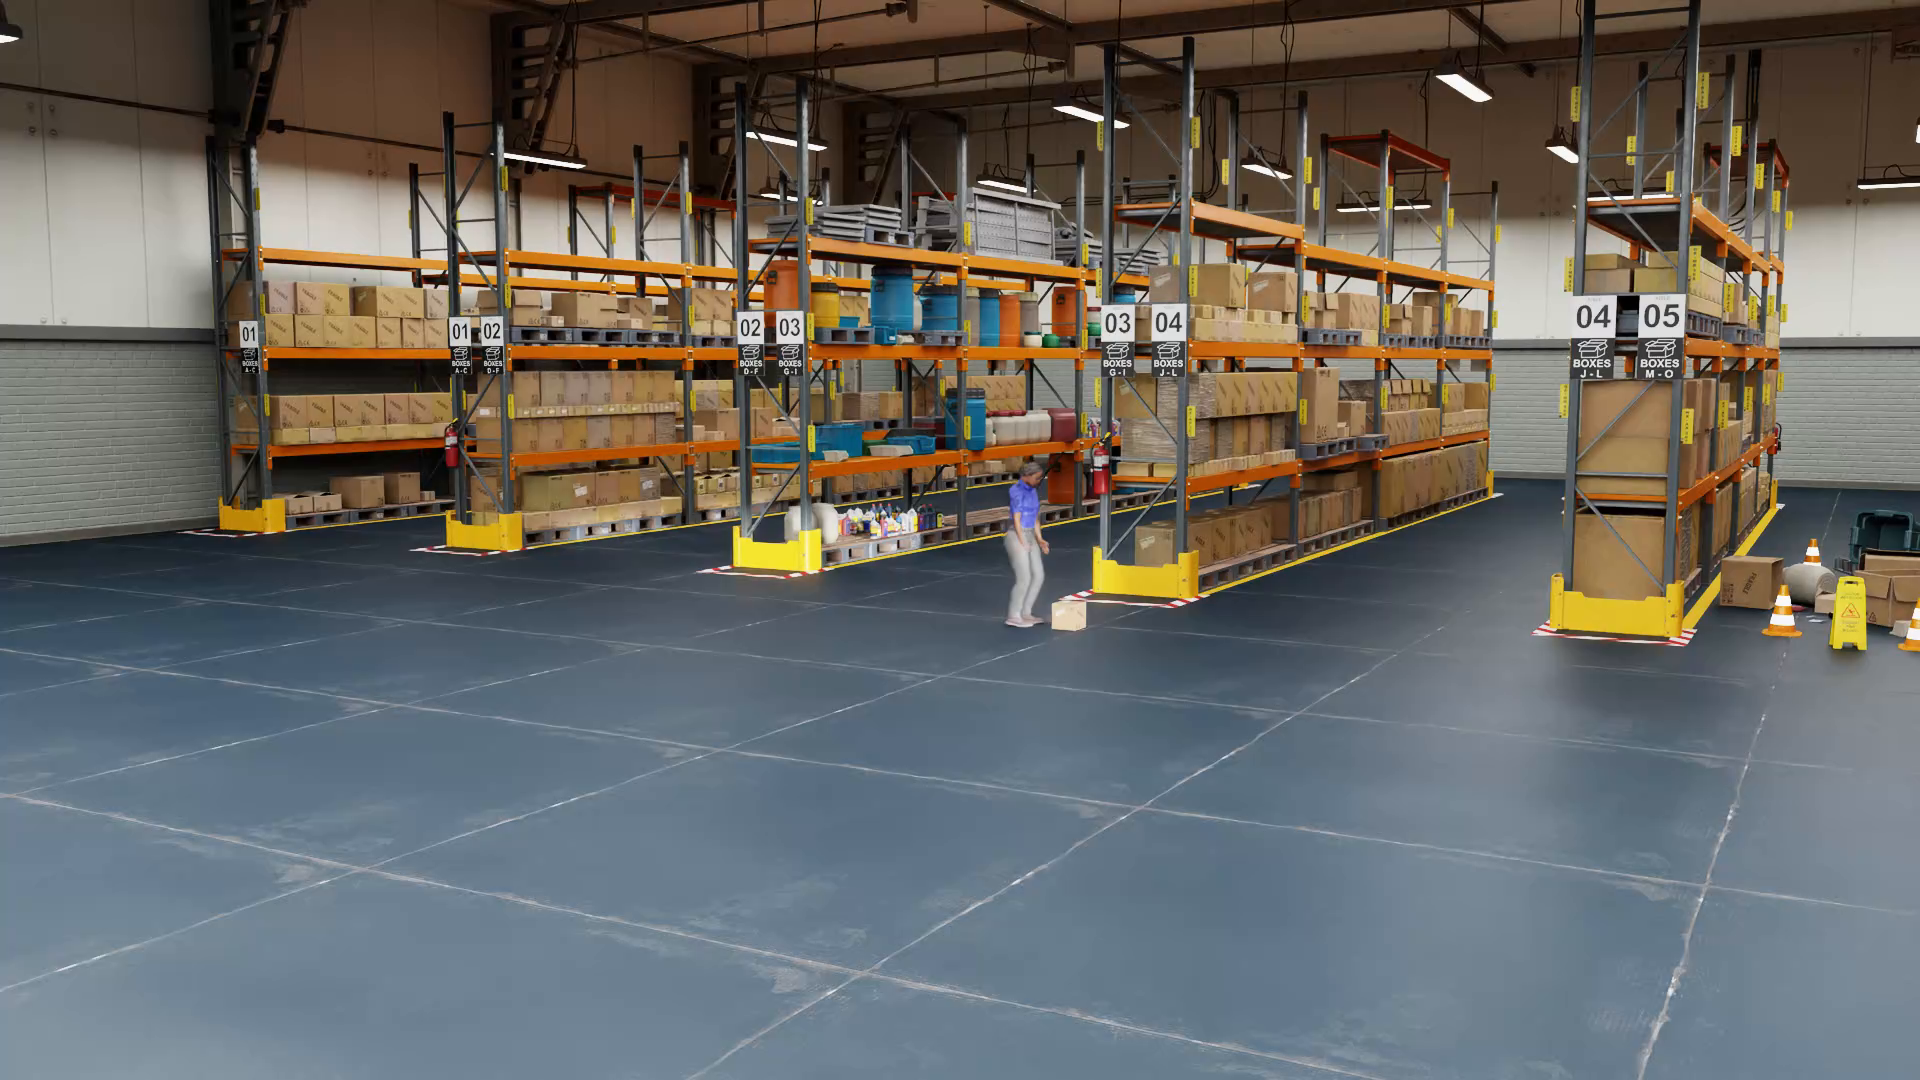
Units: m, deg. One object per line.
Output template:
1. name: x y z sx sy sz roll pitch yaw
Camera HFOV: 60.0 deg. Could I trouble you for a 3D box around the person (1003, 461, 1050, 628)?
1. person: 0.647 0.034 16.329 0.366 1.618 0.453 3 7 30
